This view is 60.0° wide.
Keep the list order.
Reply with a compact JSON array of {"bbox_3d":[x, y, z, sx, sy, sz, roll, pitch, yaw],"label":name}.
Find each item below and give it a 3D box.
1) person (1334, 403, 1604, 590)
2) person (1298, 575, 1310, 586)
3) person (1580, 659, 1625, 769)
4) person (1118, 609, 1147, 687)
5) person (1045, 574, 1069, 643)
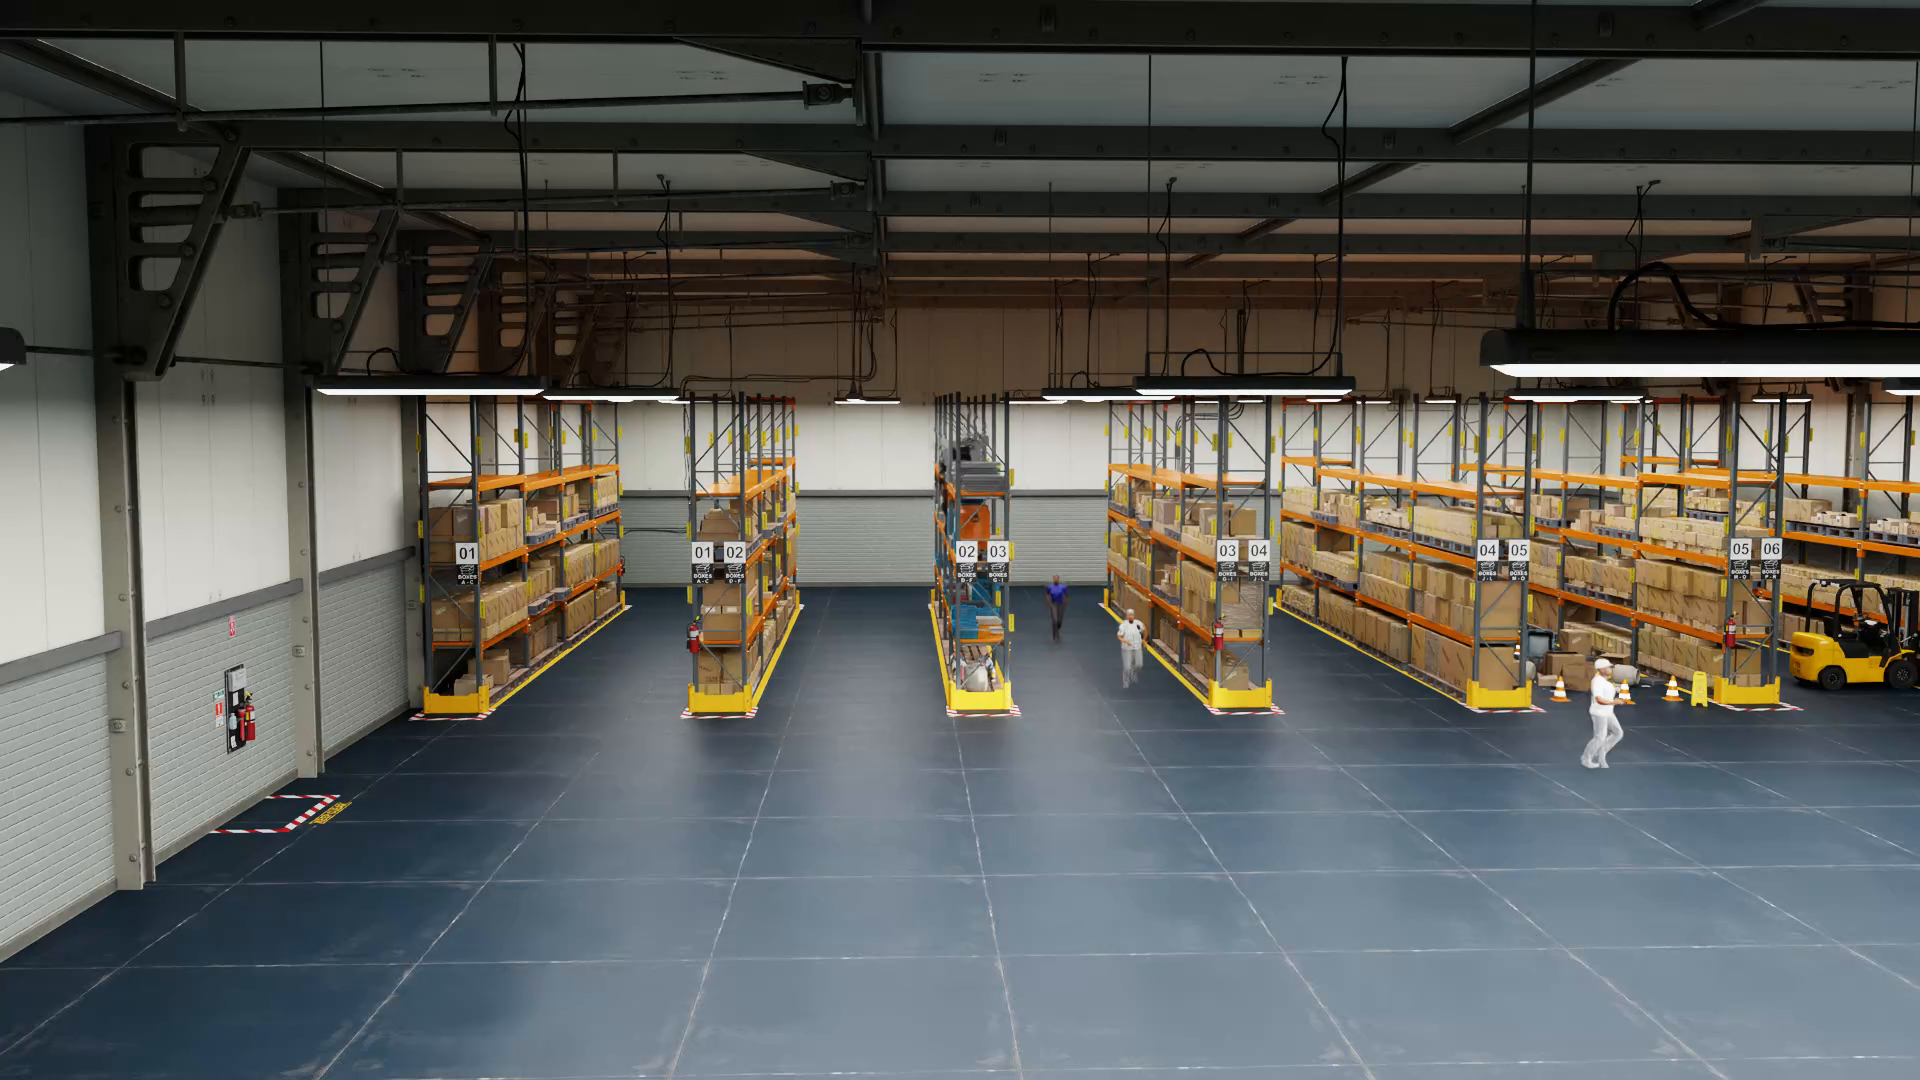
[{"bbox_3d":[12.777,-0.731,44.278,3.678,5.794,9.930,-4,6,-44],"label":"person"},{"bbox_3d":[10.226,0.964,48.841,0.782,1.692,0.660,0,5,-4],"label":"person"},{"bbox_3d":[10.134,2.746,26.159,0.666,1.770,0.741,3,6,35],"label":"person"},{"bbox_3d":[3.504,2.208,33.723,0.628,1.622,0.697,0,5,-3],"label":"person"},{"bbox_3d":[2.378,1.669,40.611,0.583,1.695,0.708,0,5,1],"label":"person"}]
